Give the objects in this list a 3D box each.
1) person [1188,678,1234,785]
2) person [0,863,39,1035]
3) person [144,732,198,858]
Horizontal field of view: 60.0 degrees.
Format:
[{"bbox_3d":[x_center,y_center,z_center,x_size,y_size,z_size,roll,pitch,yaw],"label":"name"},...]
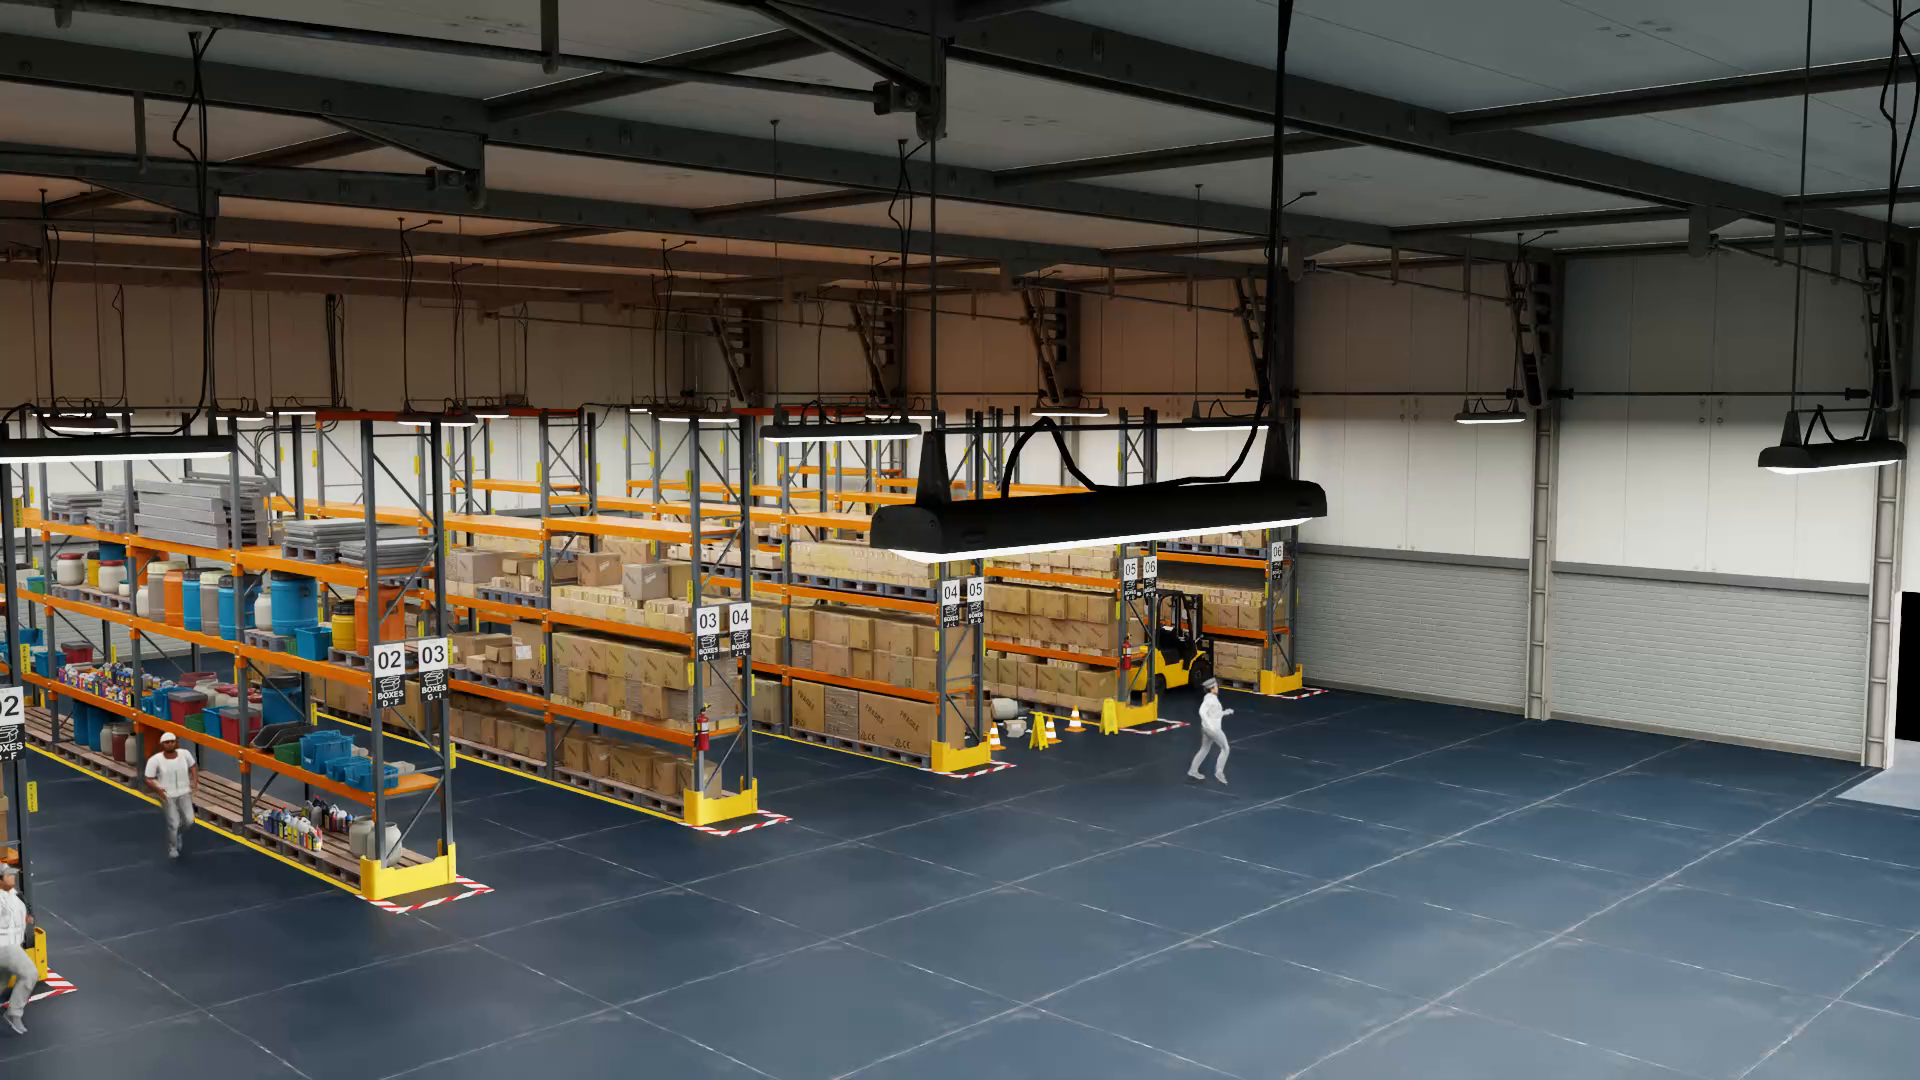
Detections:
[{"bbox_3d":[4.078,3.104,26.966,0.740,1.753,0.569,-1,5,-6],"label":"person"},{"bbox_3d":[-9.508,4.050,16.532,0.666,1.666,0.599,-2,5,-17],"label":"person"},{"bbox_3d":[-10.695,3.468,22.646,0.708,1.723,0.517,-5,7,-43],"label":"person"}]
